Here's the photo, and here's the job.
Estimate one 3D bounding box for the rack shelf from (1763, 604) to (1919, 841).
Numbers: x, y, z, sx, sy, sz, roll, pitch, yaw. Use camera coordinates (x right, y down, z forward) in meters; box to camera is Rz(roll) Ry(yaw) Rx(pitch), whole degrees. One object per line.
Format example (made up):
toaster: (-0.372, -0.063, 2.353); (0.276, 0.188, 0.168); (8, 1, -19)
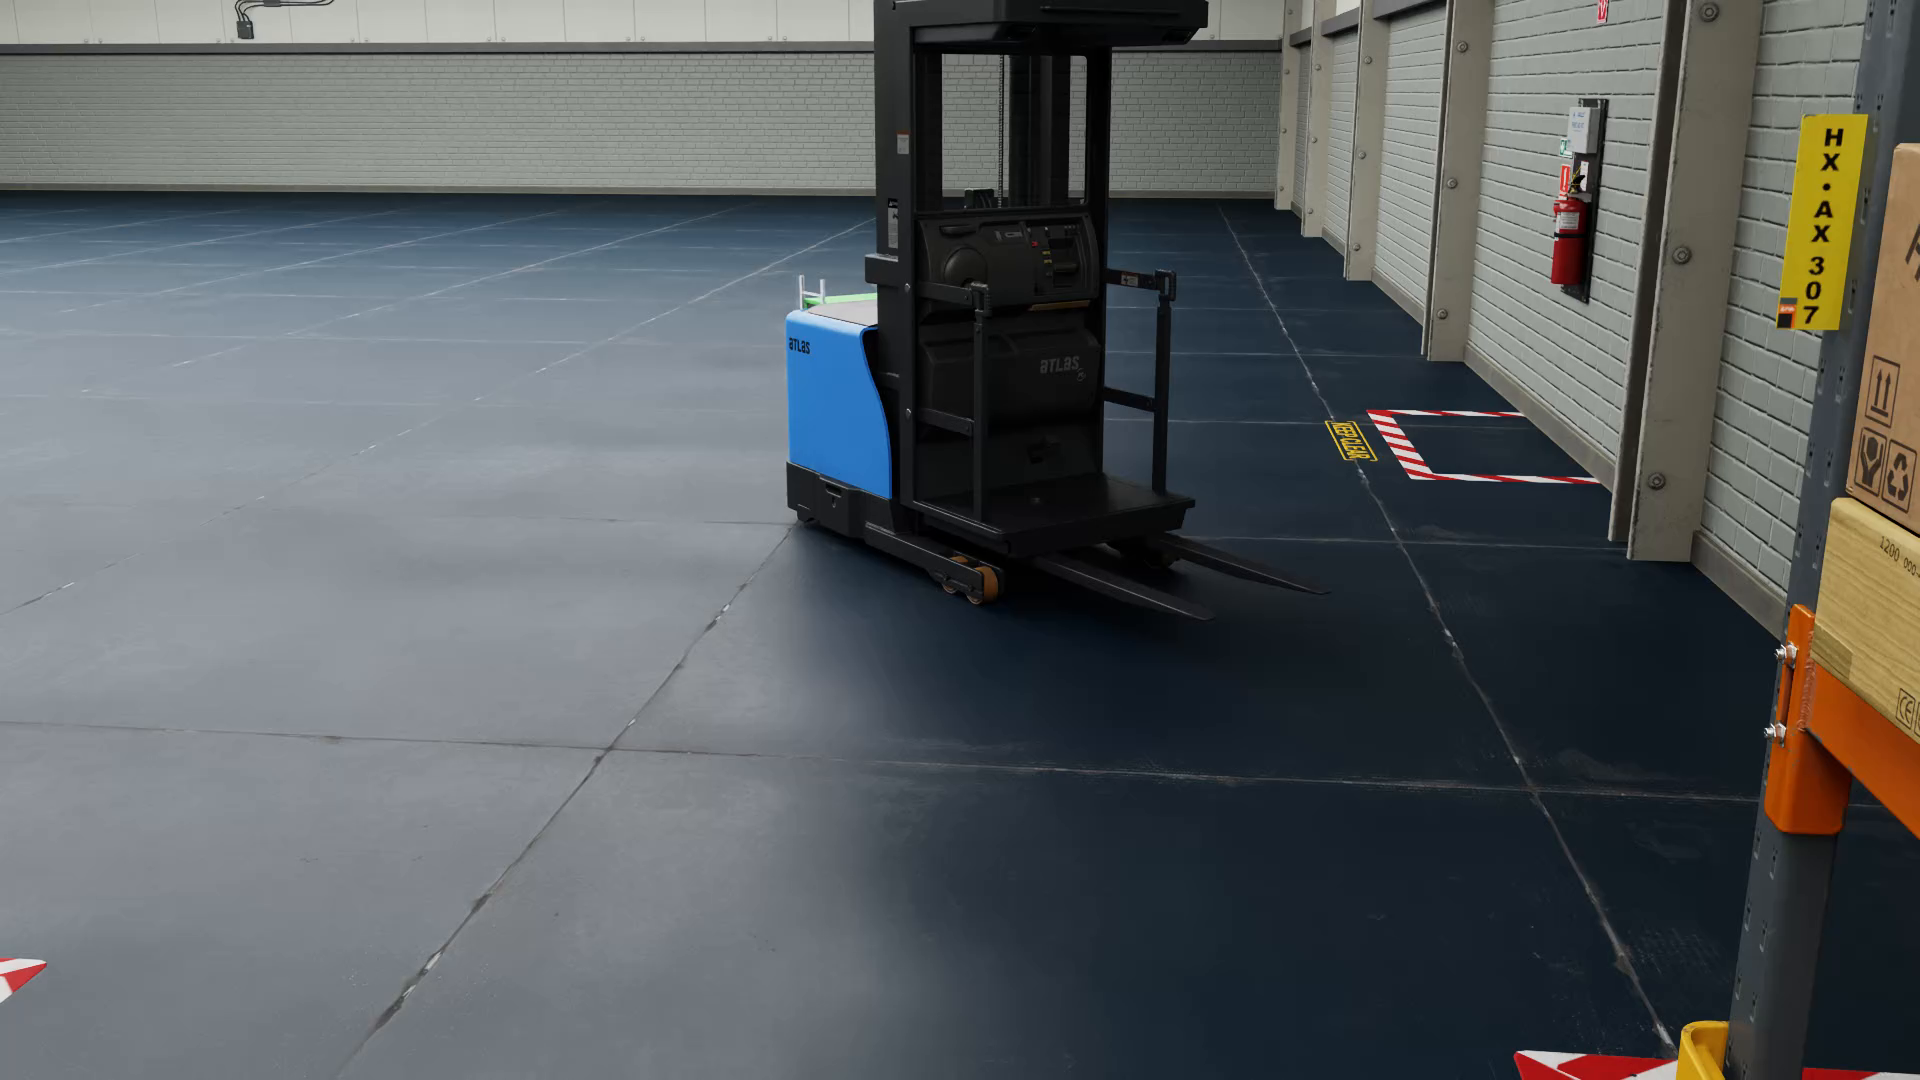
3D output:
rack shelf: (1.639, 0.814, 0.784); (1.077, 0.370, 4.000); (2, 15, 6)

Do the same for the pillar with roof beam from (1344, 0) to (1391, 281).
pillar with roof beam: (0.399, -7.536, 18.793); (9.100, 9.000, 0.400); (2, 15, 6)

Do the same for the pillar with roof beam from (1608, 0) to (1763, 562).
pillar with roof beam: (-0.955, -4.424, 7.283); (9.100, 9.000, 0.400); (2, 15, 6)

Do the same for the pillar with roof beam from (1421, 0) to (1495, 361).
pillar with roof beam: (-0.278, -5.980, 13.038); (9.100, 9.000, 0.400); (2, 15, 6)

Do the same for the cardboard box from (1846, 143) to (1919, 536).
cardboard box: (1.513, -0.236, 2.102); (0.500, 0.500, 0.500); (2, 15, 6)

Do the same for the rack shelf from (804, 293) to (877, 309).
rack shelf: (-0.560, -1.207, 8.734); (0.480, 0.148, 0.258); (-10, 18, -33)

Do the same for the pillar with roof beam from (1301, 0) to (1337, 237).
pillar with roof beam: (1.076, -9.092, 24.548); (9.100, 9.000, 0.400); (2, 15, 6)

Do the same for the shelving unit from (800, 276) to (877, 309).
shelving unit: (-0.560, -0.806, 8.842); (0.503, 1.200, 0.258); (-10, 18, -33)

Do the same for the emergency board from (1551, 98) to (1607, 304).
emergency board: (3.639, -2.041, 9.964); (0.194, 1.169, 0.643); (2, 15, 6)

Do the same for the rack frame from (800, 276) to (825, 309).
rack frame: (-0.761, -0.770, 8.710); (0.015, 1.200, 0.240); (-10, 18, -33)

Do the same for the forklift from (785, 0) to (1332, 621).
forklift: (0.351, -1.278, 7.274); (1.130, 2.935, 3.031); (-10, 18, -32)

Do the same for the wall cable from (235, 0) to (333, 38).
wall cable: (-14.191, -13.533, 34.454); (2.305, 6.003, 0.169); (2, 15, 6)

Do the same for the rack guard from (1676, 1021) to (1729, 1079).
rack guard: (1.857, 1.174, 2.862); (1.175, 0.500, 0.348); (2, 15, 6)

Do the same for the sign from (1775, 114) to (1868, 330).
sign: (1.326, -0.486, 2.554); (0.100, 0.325, 0.005); (2, 15, 6)

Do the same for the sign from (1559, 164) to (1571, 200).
sign: (3.804, -2.199, 10.478); (0.001, 0.329, 0.234); (2, 15, 6)

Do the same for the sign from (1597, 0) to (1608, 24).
sign: (3.739, -3.159, 9.658); (0.001, 0.298, 0.199); (2, 15, 6)

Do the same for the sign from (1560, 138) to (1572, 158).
sign: (3.795, -2.454, 10.406); (0.001, 0.109, 0.331); (2, 15, 6)

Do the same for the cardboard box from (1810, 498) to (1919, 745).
cardboard box: (1.495, 0.128, 2.192); (0.500, 0.250, 0.500); (1, 15, 5)

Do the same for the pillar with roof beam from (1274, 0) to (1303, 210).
pillar with roof beam: (1.753, -10.649, 30.303); (9.100, 9.000, 0.400); (2, 15, 6)
